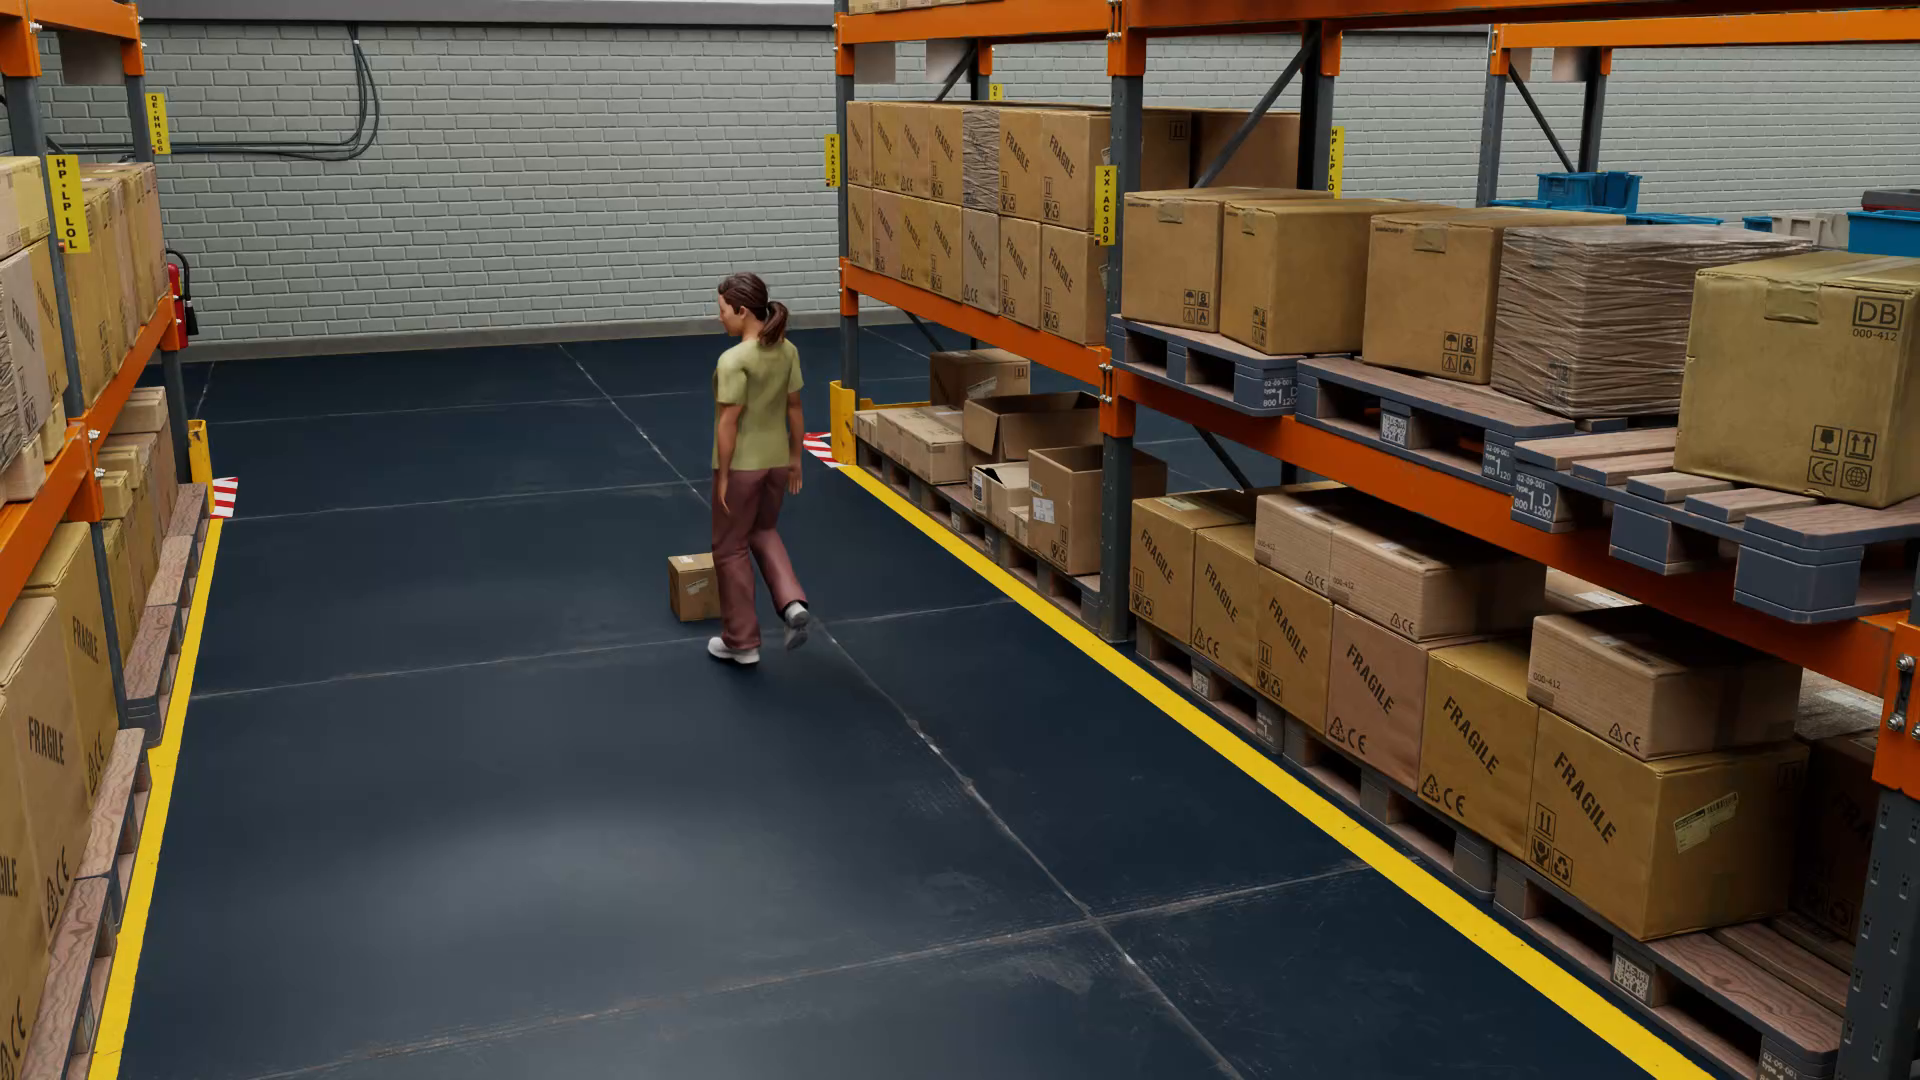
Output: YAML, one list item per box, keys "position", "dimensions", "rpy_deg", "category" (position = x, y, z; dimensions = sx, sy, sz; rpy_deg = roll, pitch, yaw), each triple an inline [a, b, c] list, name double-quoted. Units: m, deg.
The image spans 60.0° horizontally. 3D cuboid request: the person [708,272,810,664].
- position: [-0.877, -0.288, 6.990]
  dimensions: [0.509, 1.676, 0.467]
  rpy_deg: [13, 20, 39]
  category: "person"
